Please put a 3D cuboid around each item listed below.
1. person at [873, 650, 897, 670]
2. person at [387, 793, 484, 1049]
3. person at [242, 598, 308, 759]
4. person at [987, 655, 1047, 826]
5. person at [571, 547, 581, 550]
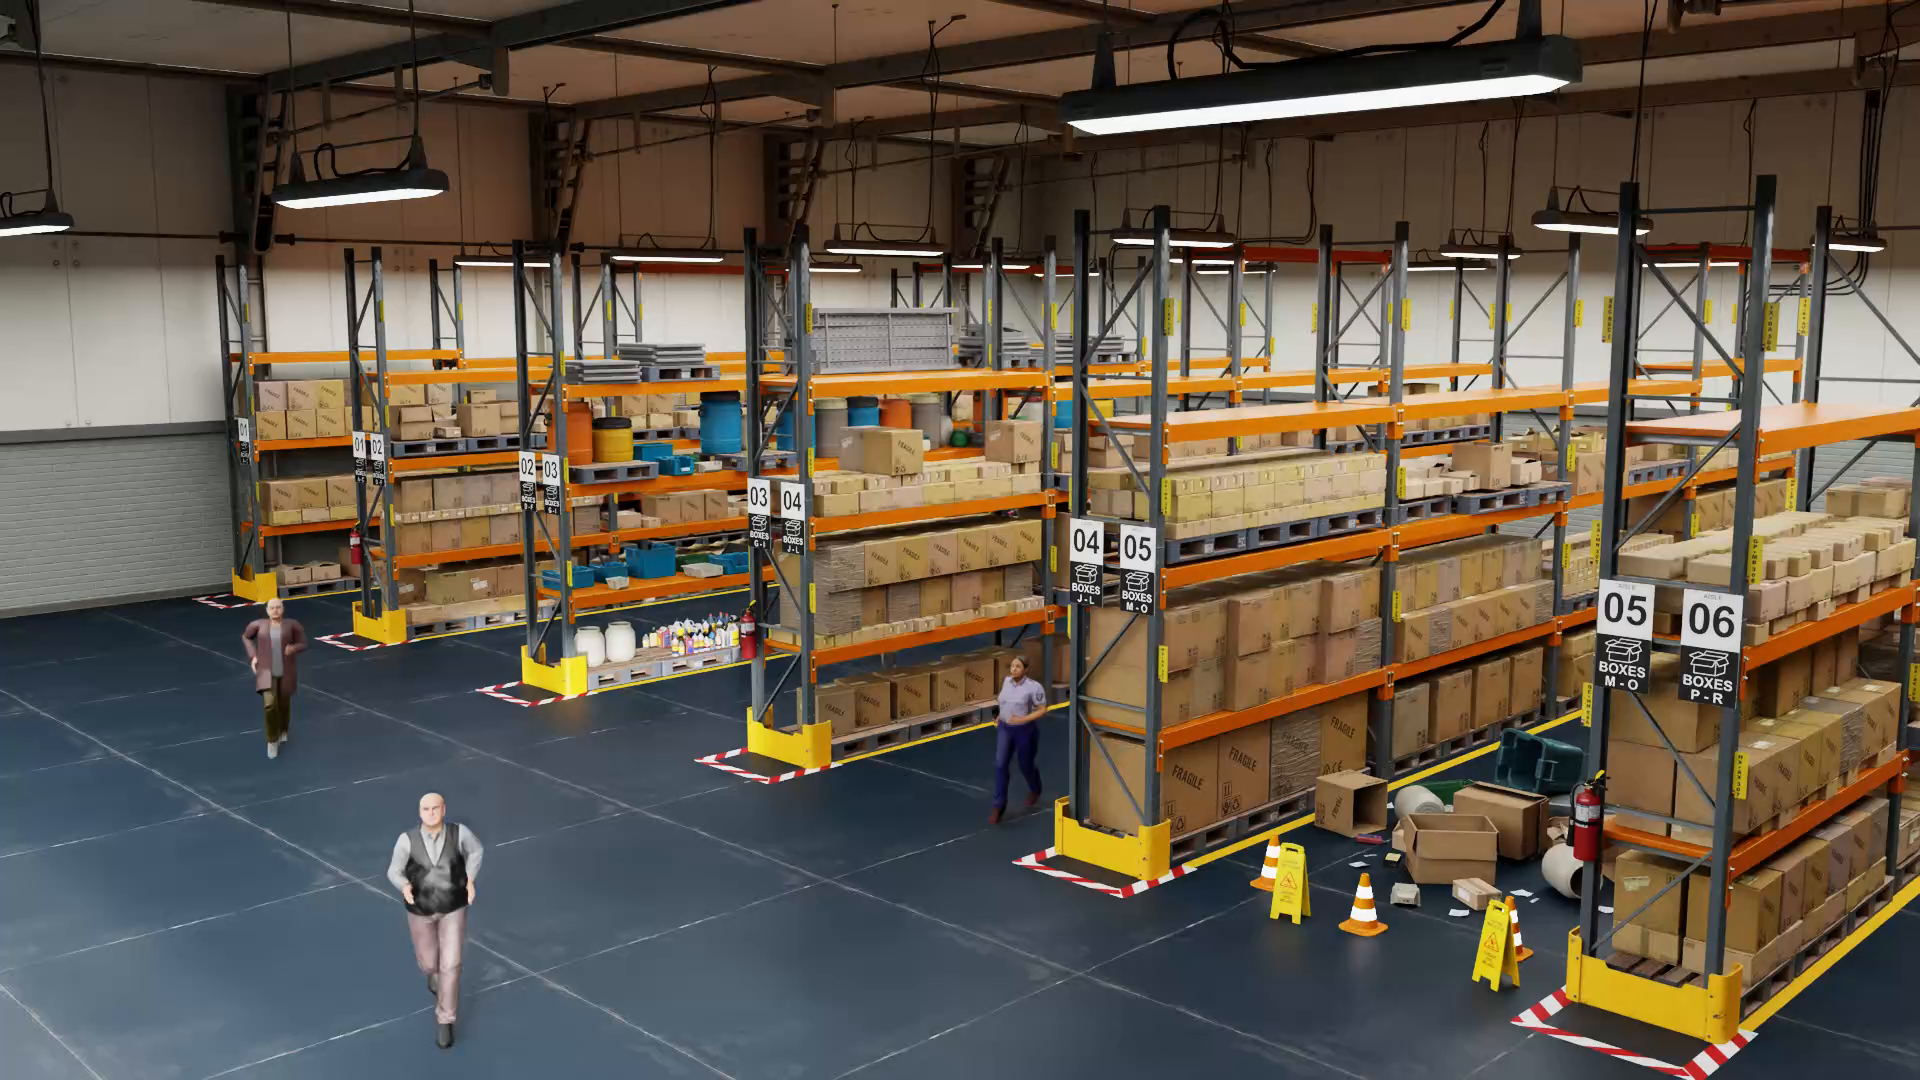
[{"bbox_3d":[-0.947,1.137,22.448,0.609,1.610,0.584,5,9,31],"label":"person"},{"bbox_3d":[-3.741,2.650,11.916,0.661,1.726,0.922,-2,8,-15],"label":"person"},{"bbox_3d":[-7.903,1.579,19.258,0.683,1.849,0.854,-4,9,-26],"label":"person"},{"bbox_3d":[0.611,1.985,16.823,0.609,1.662,0.891,4,9,27],"label":"person"},{"bbox_3d":[-7.004,0.013,30.318,0.718,1.735,0.782,6,10,34],"label":"person"}]
